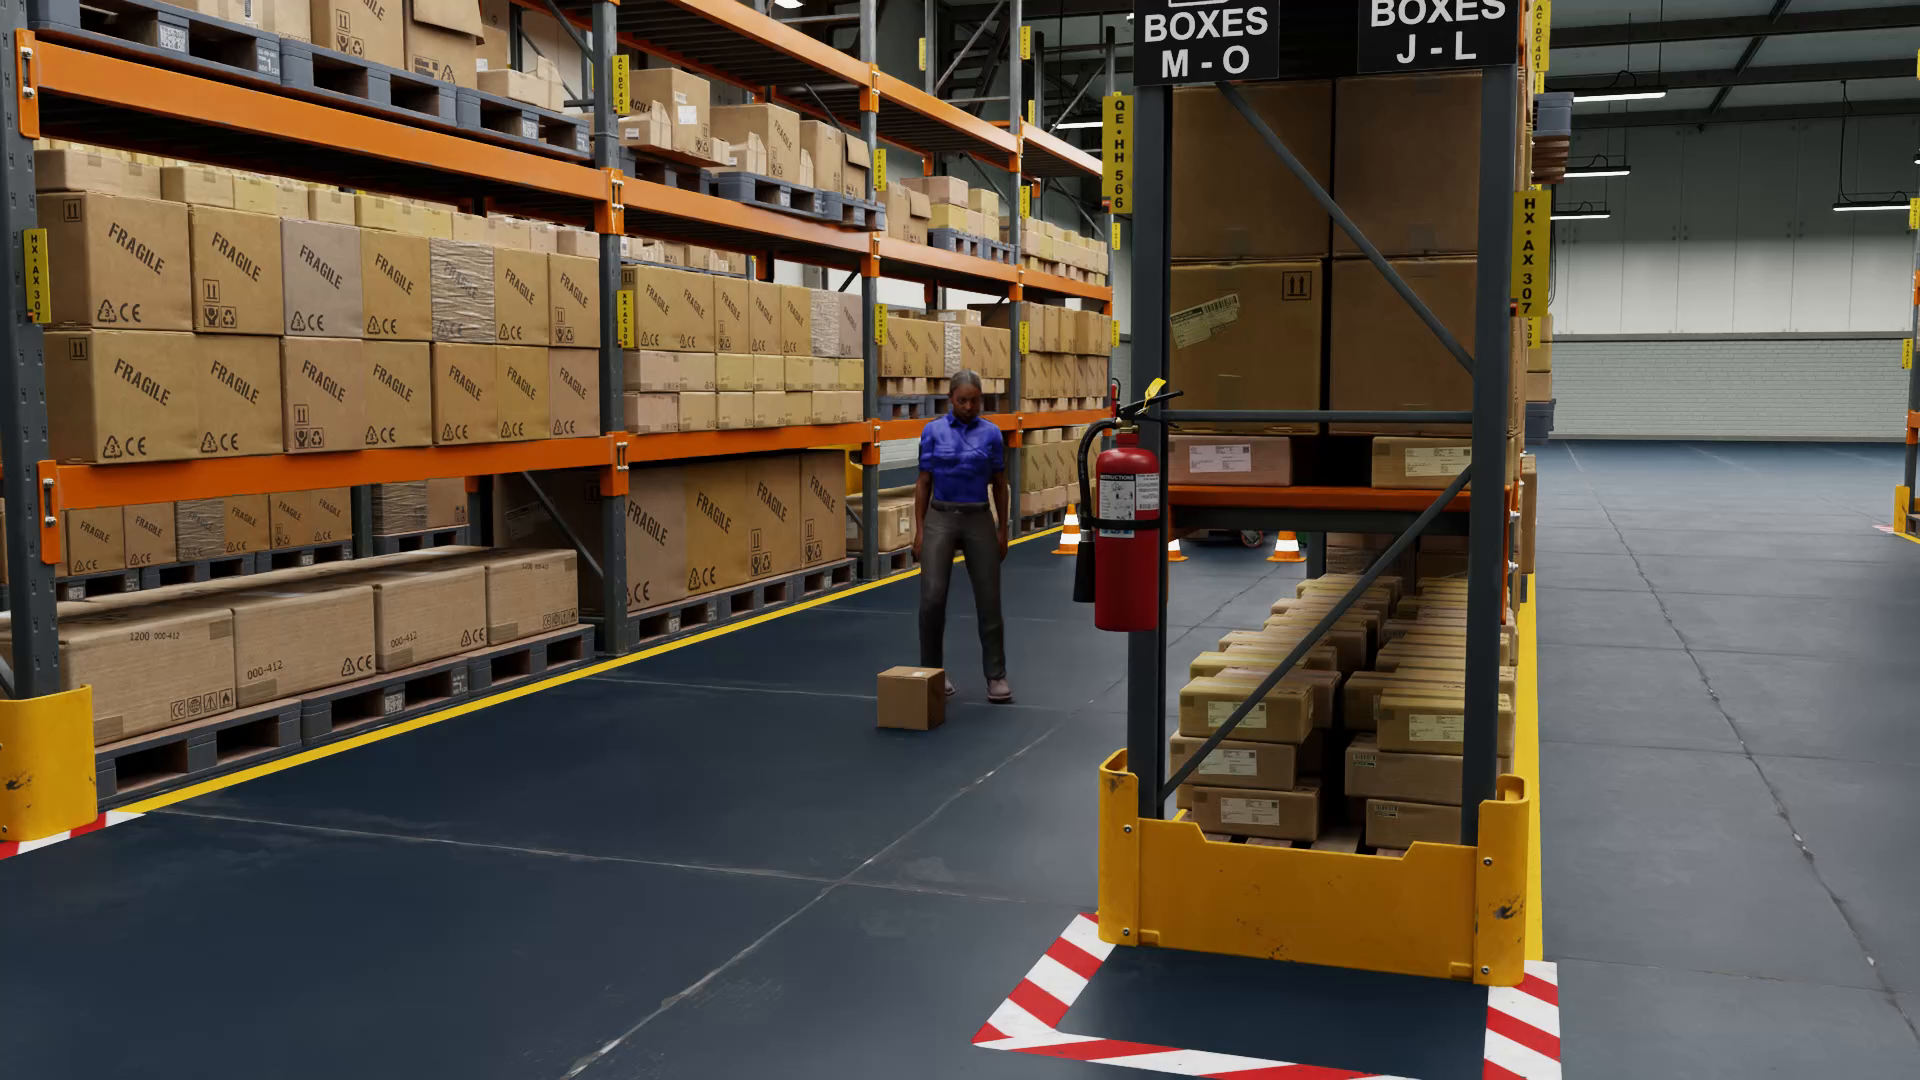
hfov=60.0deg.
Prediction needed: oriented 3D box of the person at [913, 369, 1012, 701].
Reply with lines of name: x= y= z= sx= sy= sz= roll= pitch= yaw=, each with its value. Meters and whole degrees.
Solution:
person: x=0.011 y=-0.028 z=8.369 sx=0.489 sy=1.656 sz=0.369 roll=-1 pitch=5 yaw=-7
